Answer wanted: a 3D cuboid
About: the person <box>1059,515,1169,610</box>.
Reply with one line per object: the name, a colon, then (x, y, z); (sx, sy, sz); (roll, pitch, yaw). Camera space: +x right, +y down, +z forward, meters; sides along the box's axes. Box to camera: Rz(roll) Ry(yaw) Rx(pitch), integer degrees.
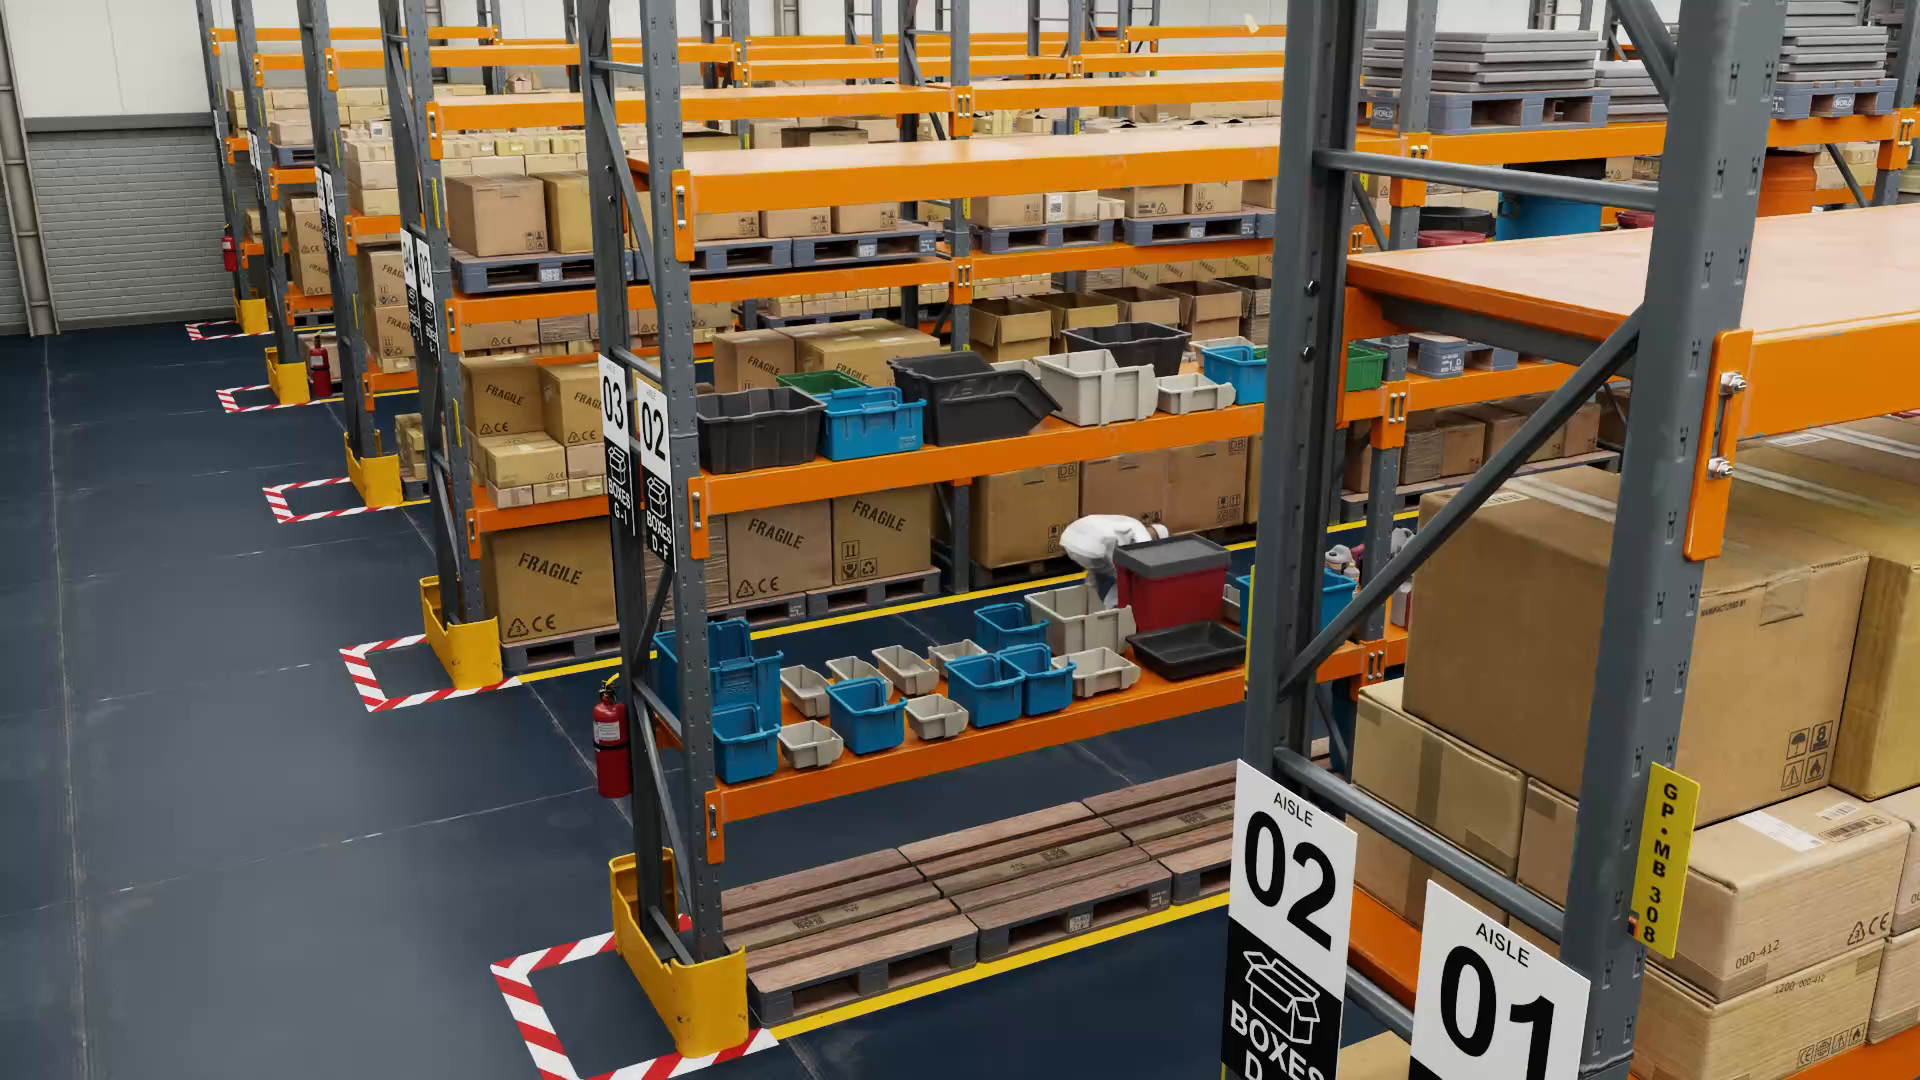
person: (1.253, 0.220, 13.277); (0.986, 0.917, 0.536); (-11, 21, -29)
